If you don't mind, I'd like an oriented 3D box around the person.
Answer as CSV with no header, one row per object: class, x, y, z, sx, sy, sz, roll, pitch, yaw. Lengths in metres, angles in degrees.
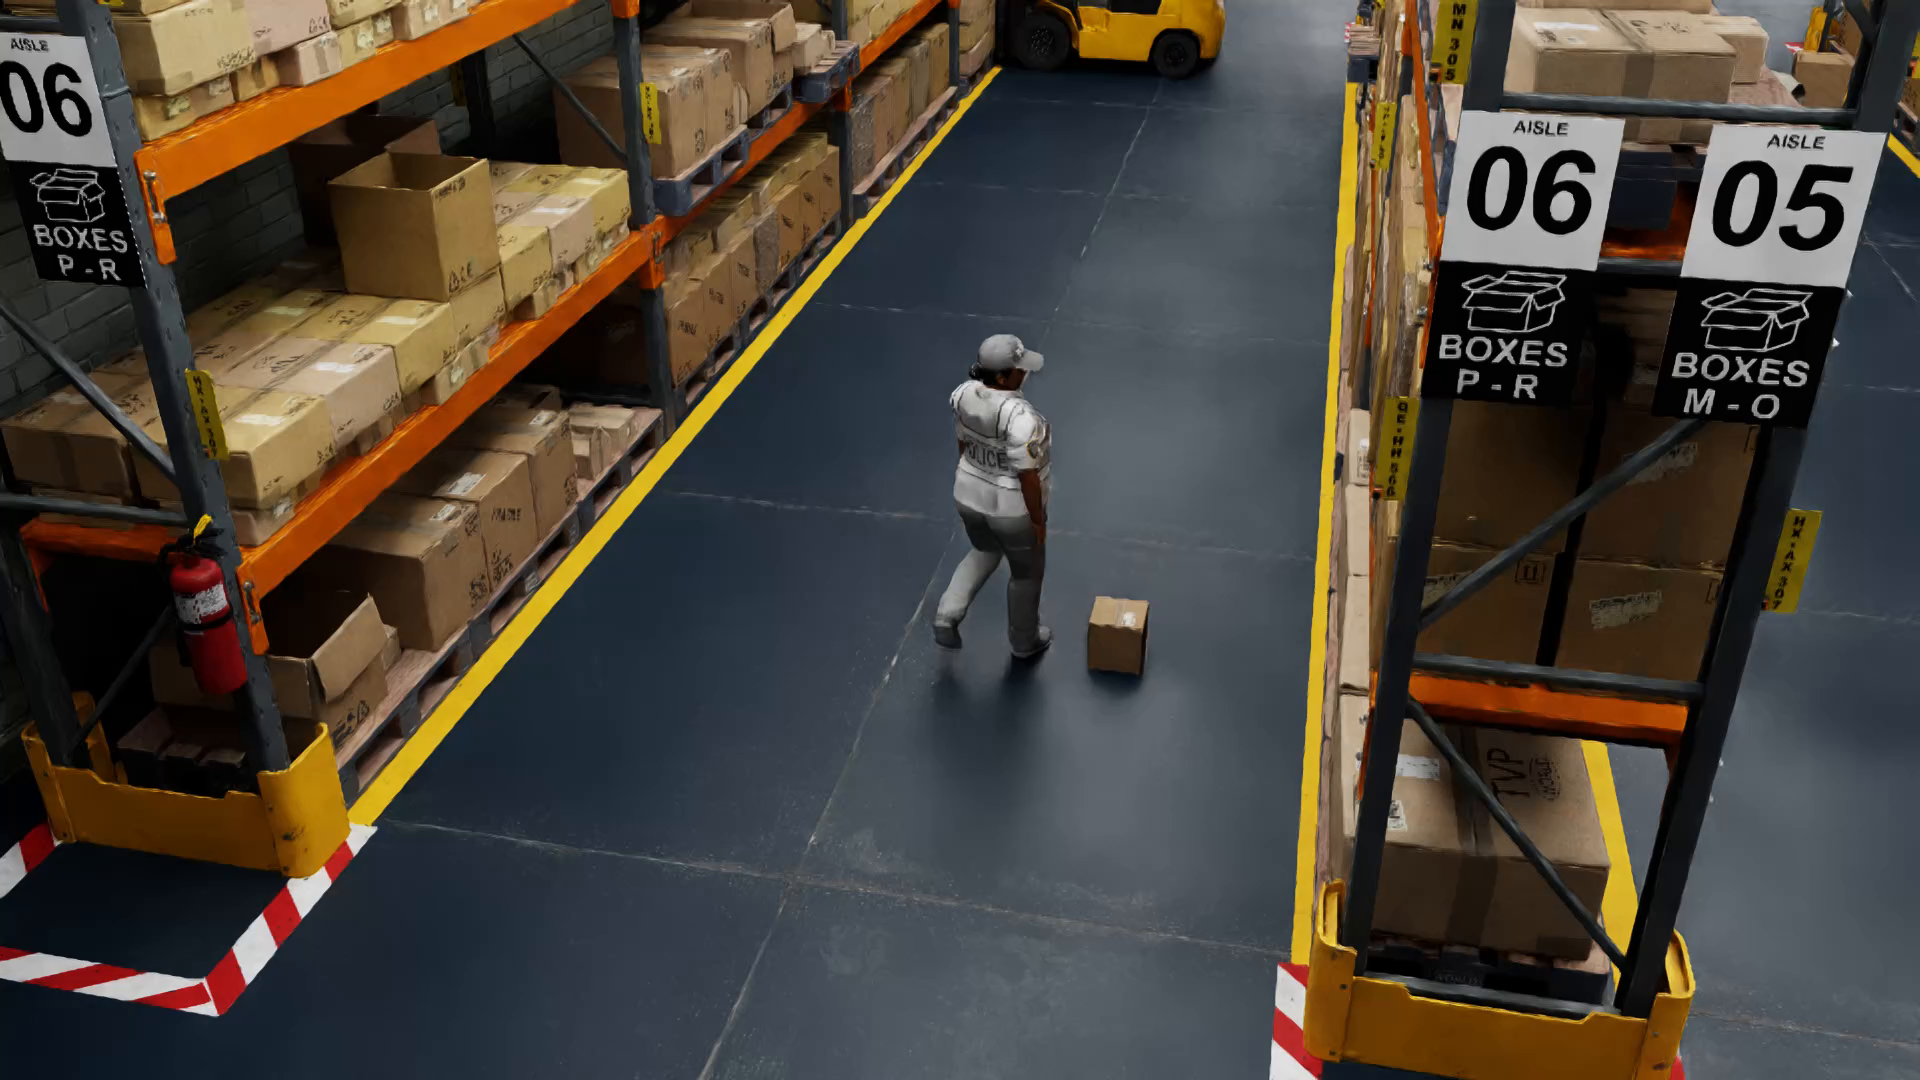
person,0.196,-0.161,7.405,0.517,1.669,0.658,25,37,37
